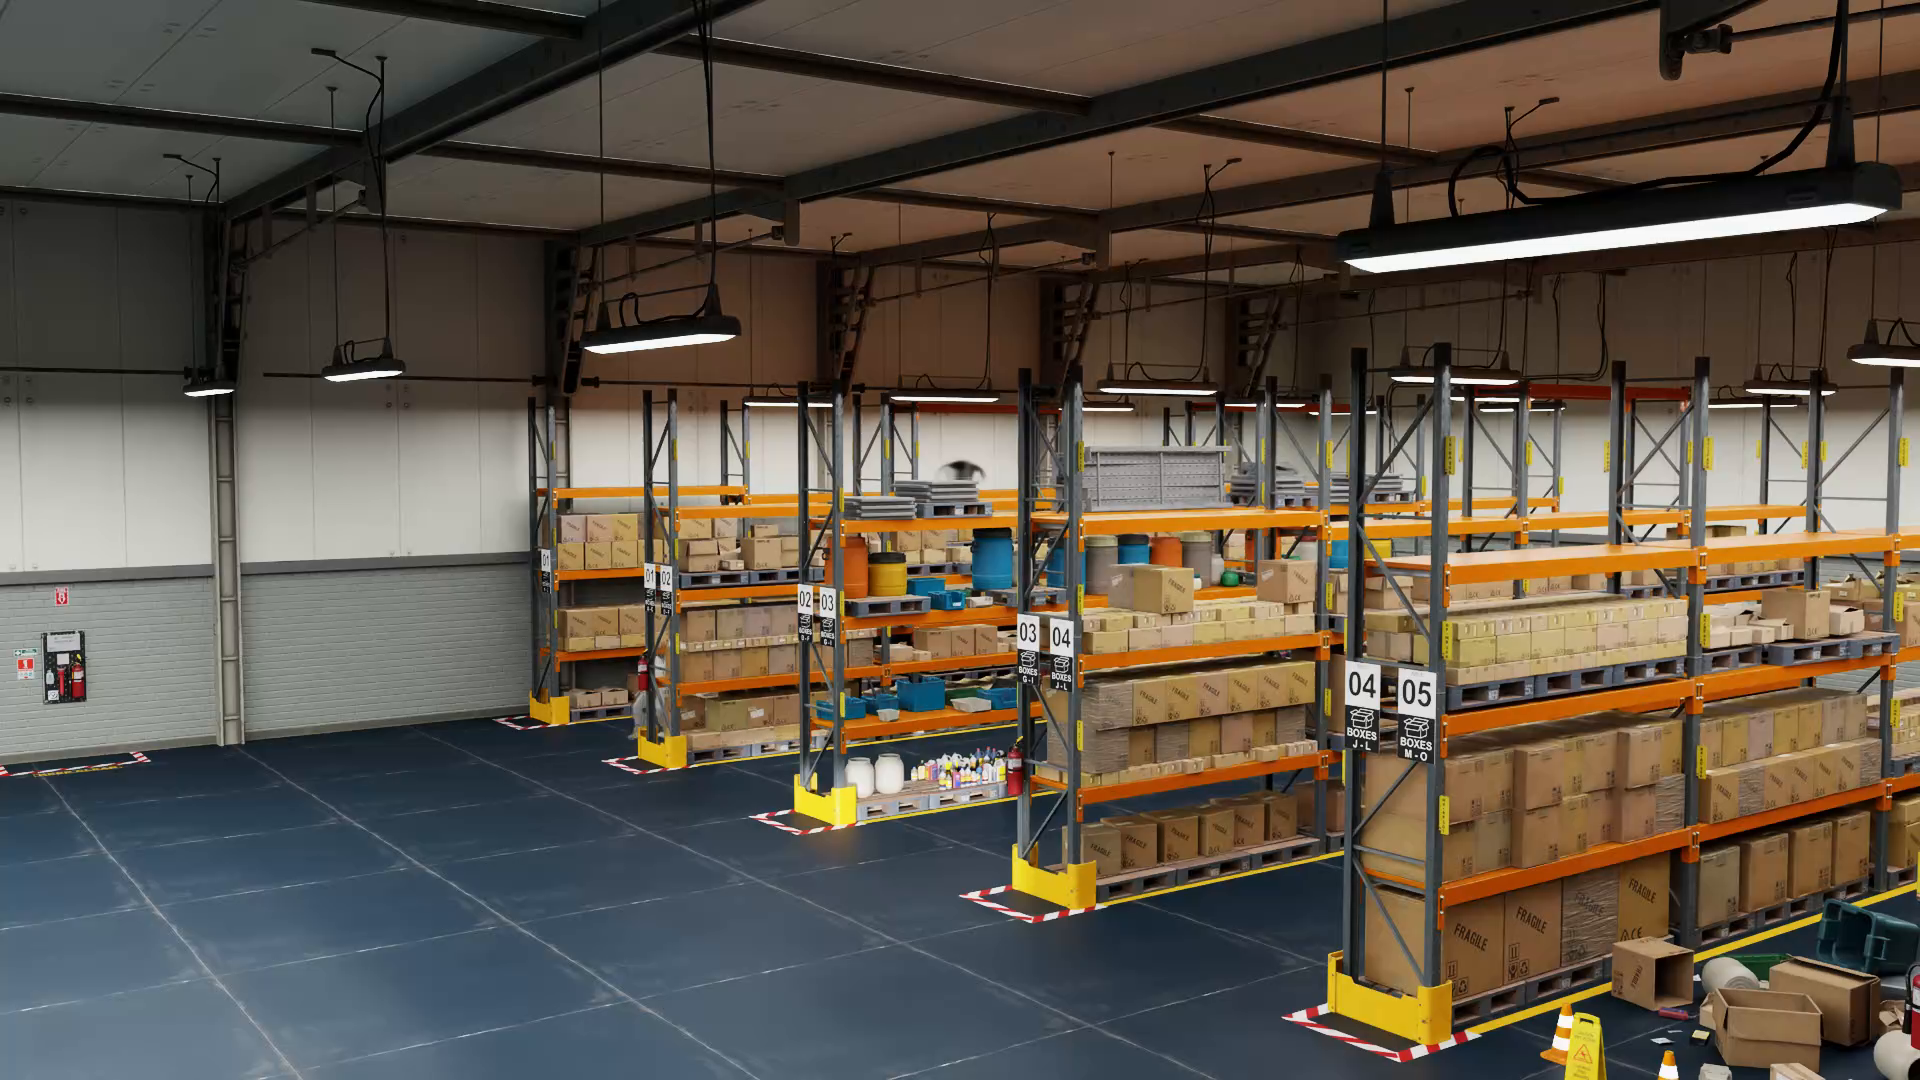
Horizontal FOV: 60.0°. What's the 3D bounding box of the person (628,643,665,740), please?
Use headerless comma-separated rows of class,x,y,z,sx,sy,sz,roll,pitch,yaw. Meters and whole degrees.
person,-5.221,2.608,28.596,0.772,1.725,0.873,-2,4,-32

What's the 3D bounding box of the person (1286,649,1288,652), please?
person,8.080,2.016,39.223,0.713,1.677,0.573,-1,4,-21
